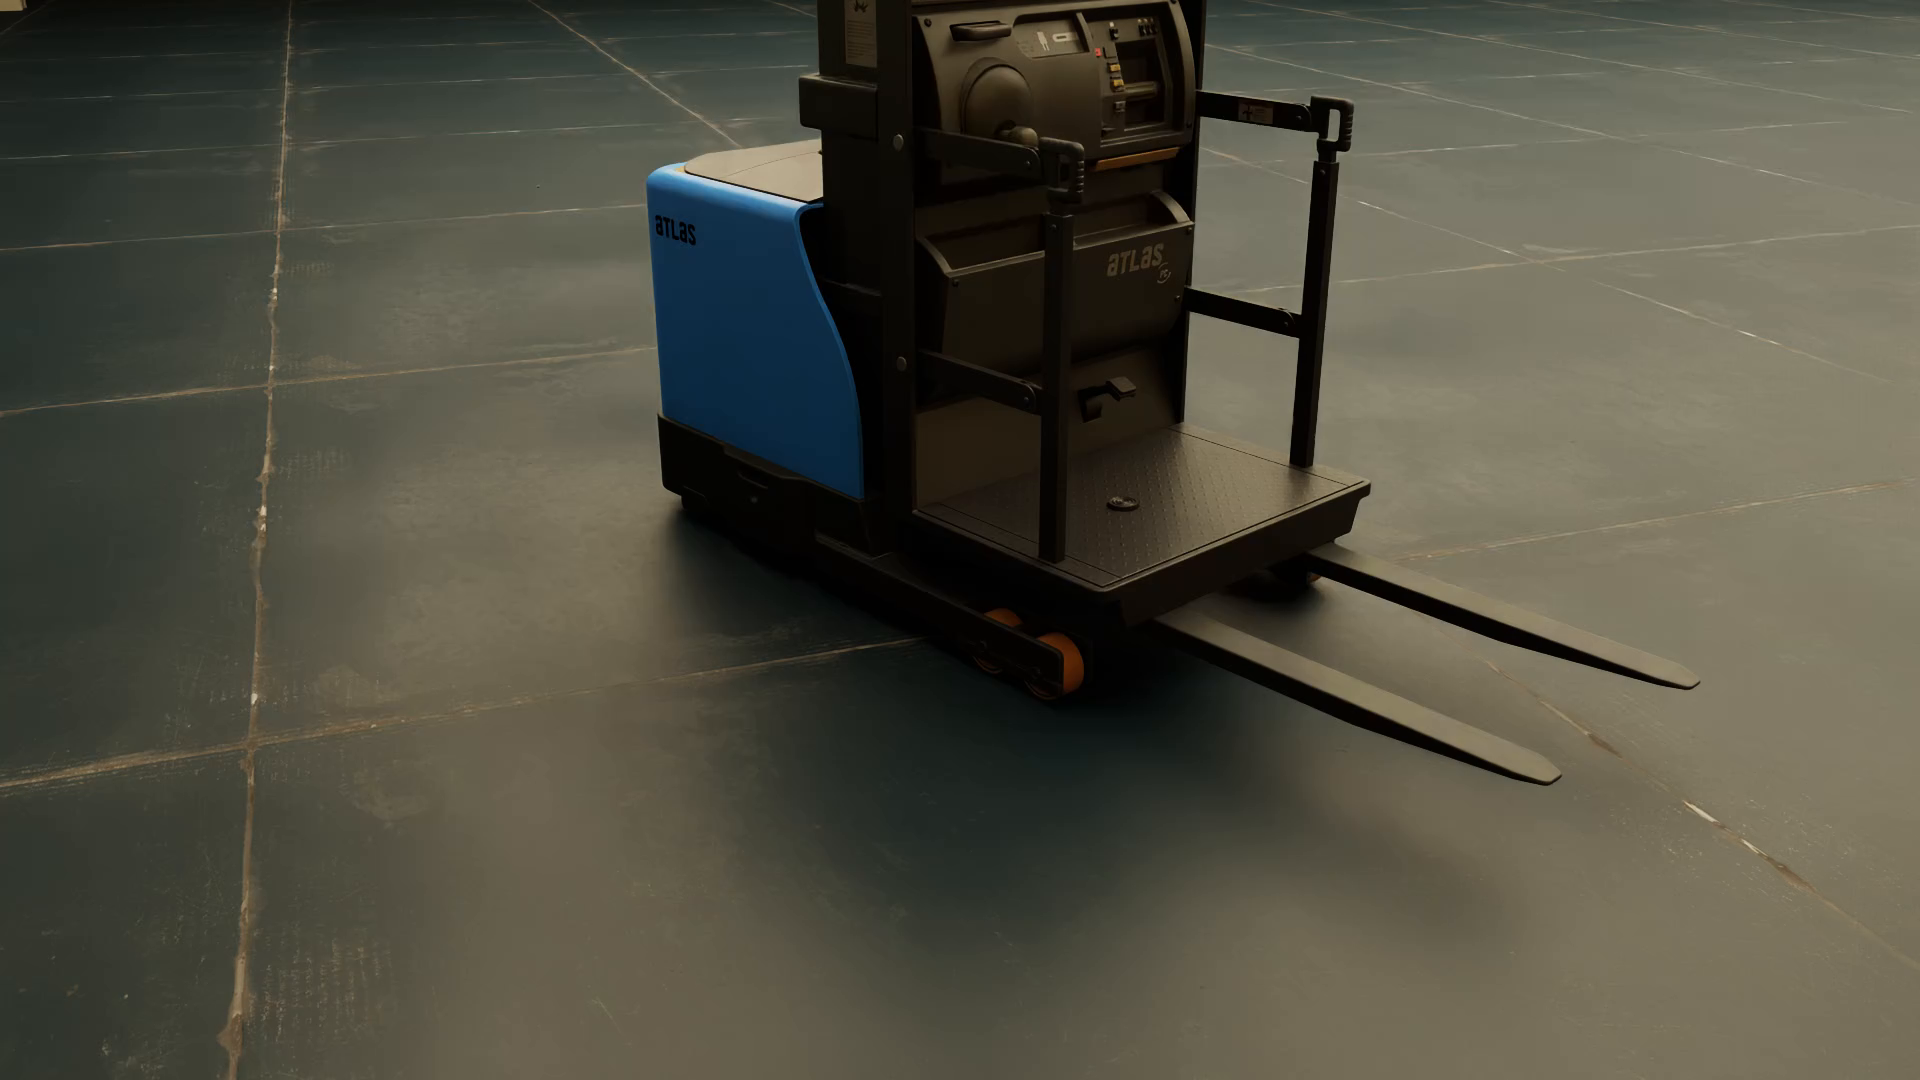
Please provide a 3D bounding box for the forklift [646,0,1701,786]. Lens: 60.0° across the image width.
[{"bbox_3d":[0.409,-1.176,4.096,1.130,2.935,3.031,-19,30,-38],"label":"forklift"}]
